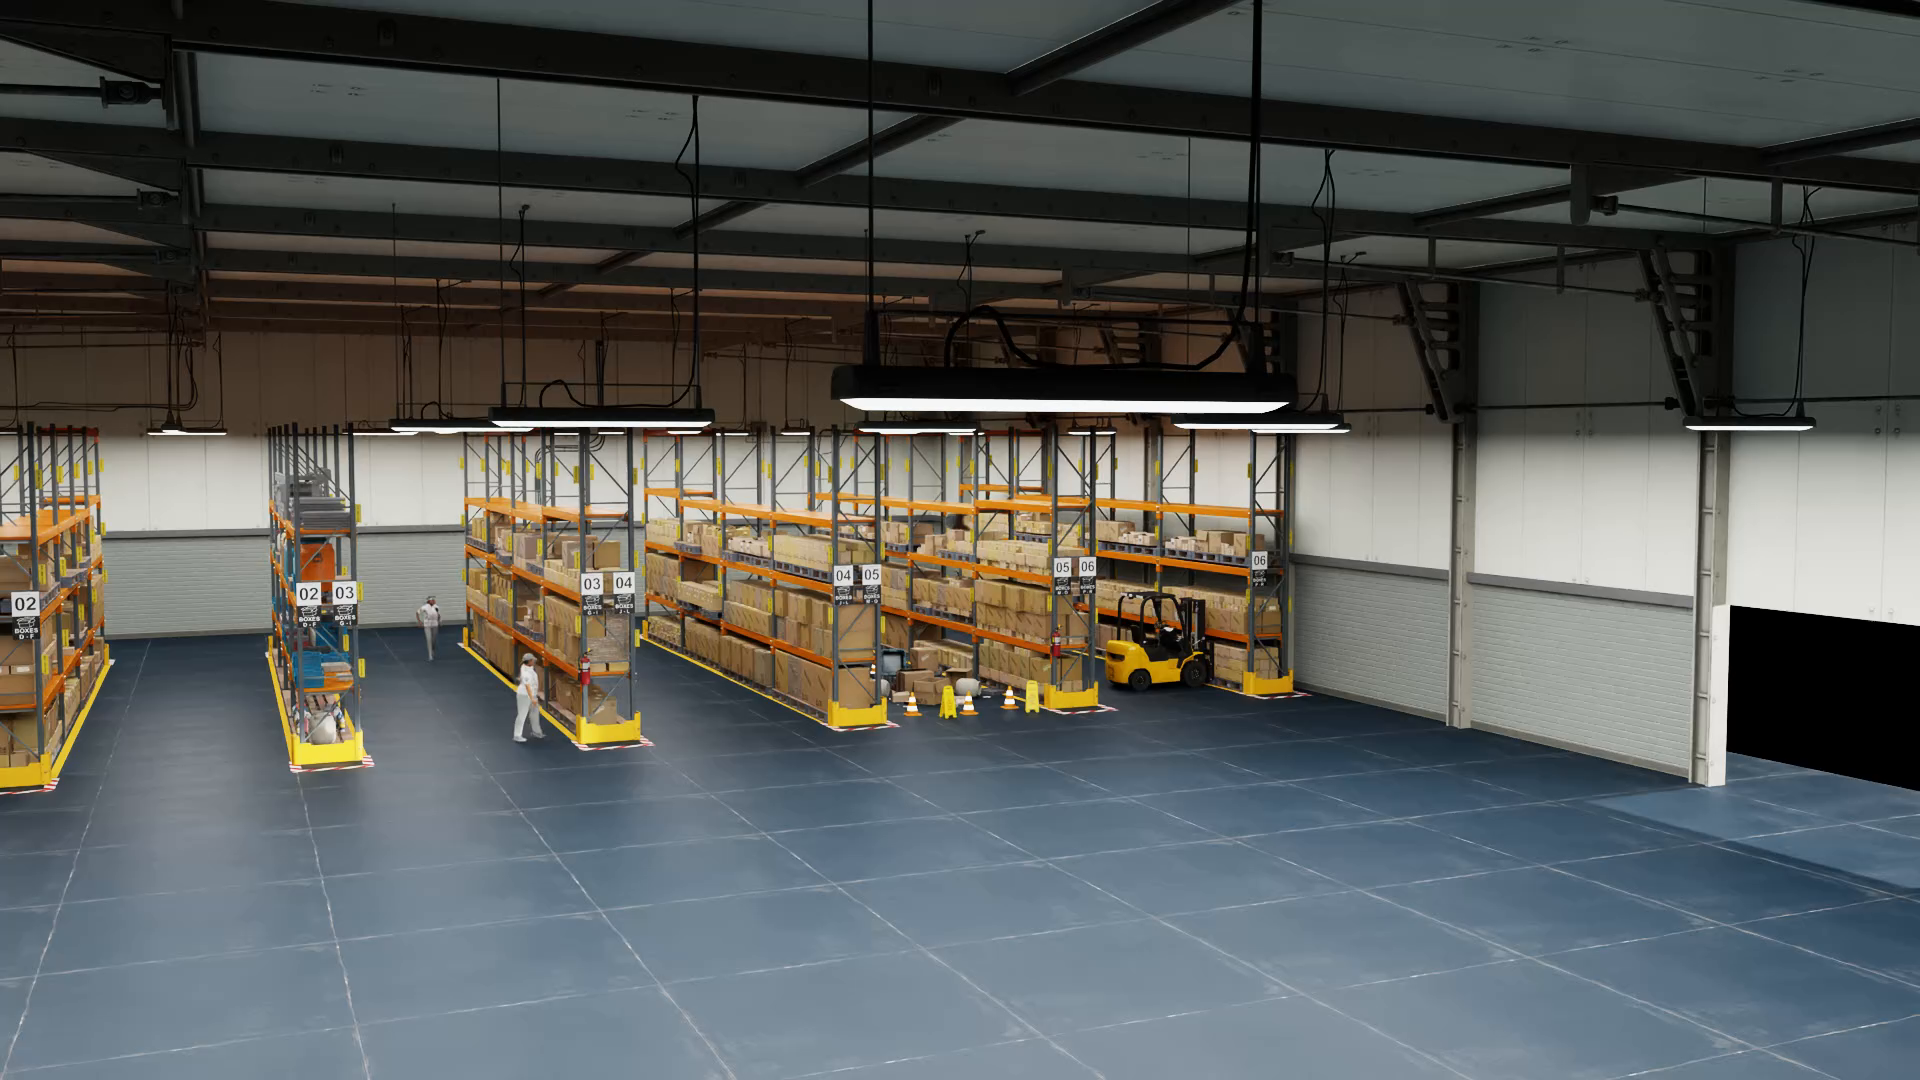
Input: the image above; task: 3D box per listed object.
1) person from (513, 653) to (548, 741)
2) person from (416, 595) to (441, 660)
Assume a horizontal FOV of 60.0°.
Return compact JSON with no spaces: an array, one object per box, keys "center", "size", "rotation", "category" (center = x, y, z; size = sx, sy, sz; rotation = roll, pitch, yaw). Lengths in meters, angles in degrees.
[{"center":[-8.181,2.981,31.590],"size":[0.536,1.686,0.665],"rotation":[0,3,1],"category":"person"},{"center":[-13.711,2.237,42.962],"size":[0.624,1.645,0.982],"rotation":[-1,4,-23],"category":"person"}]
